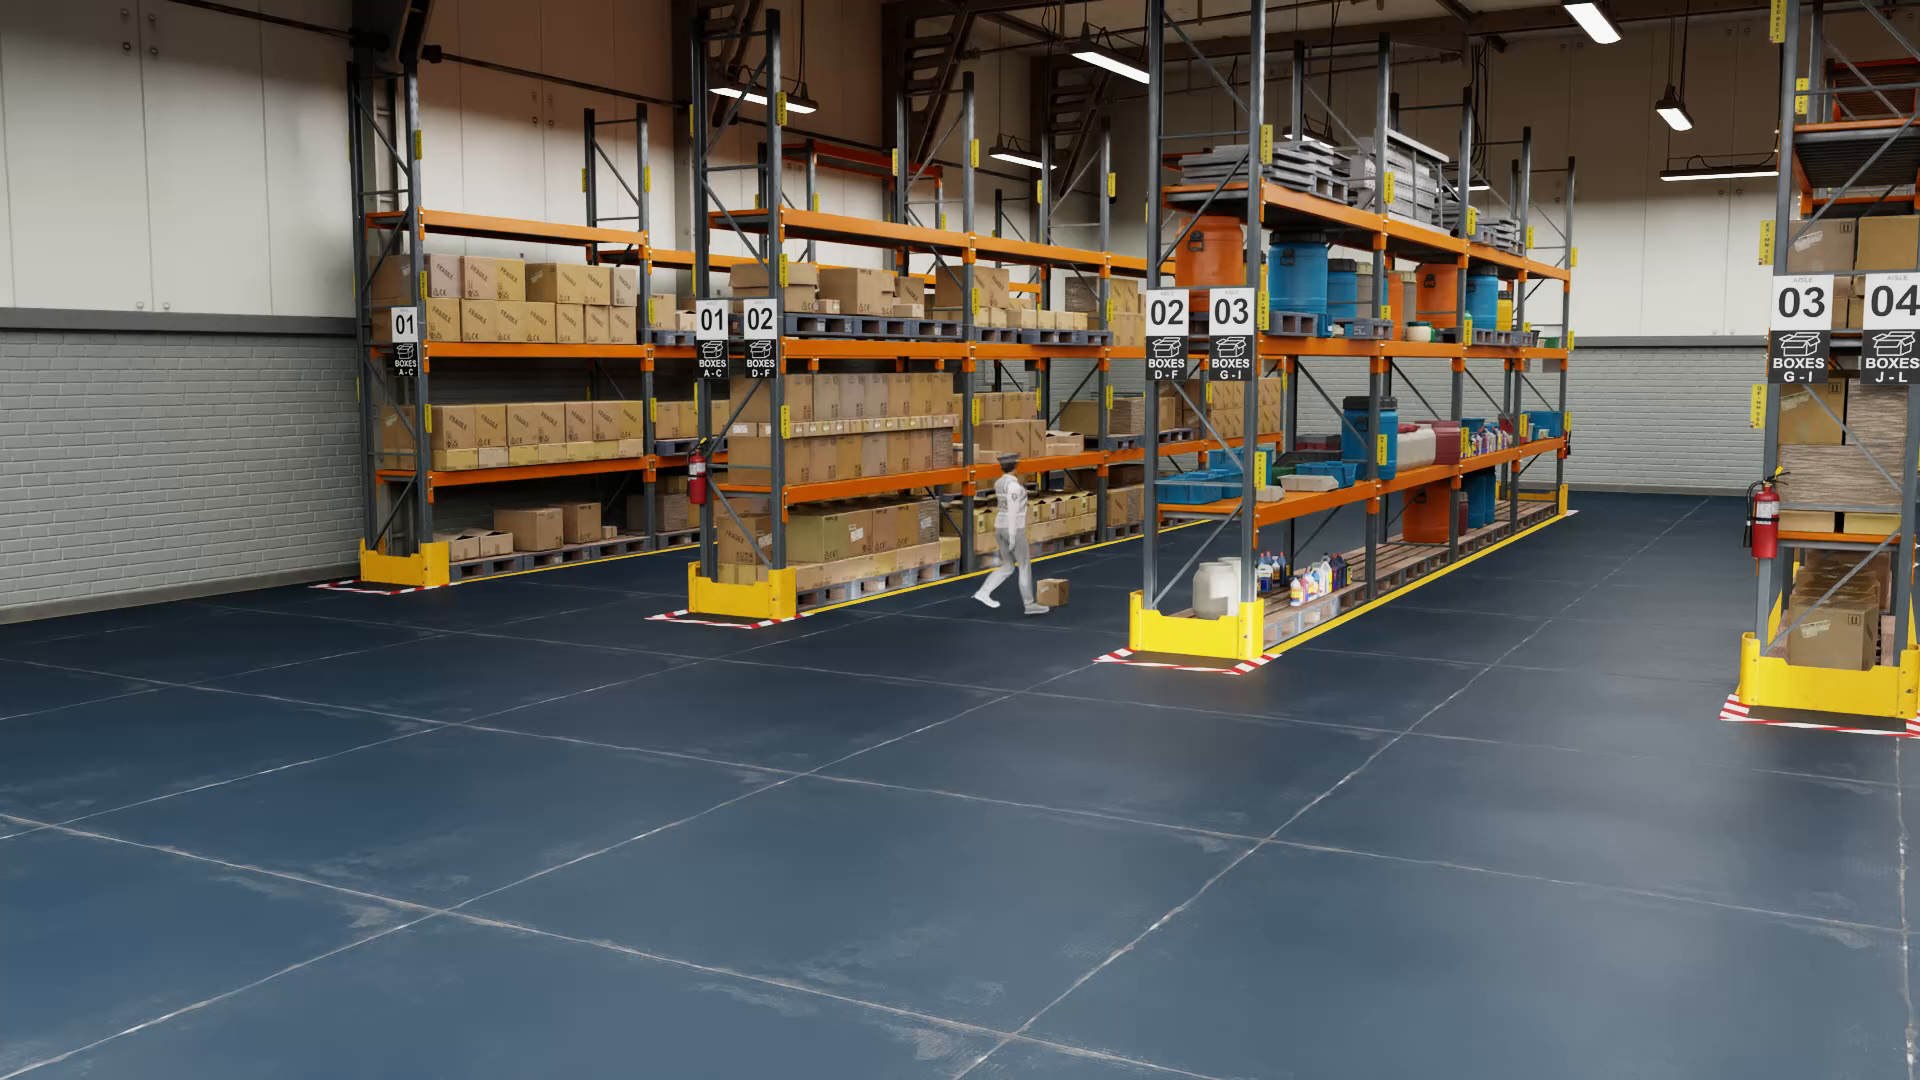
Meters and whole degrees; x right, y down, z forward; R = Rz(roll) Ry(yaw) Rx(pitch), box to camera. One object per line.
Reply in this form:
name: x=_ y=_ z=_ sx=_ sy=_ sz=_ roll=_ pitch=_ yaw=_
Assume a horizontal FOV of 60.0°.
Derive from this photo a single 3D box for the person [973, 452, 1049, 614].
person: x=0.516 y=-0.074 z=17.033 sx=0.712 sy=1.640 sz=0.497 roll=-3 pitch=7 yaw=-25
